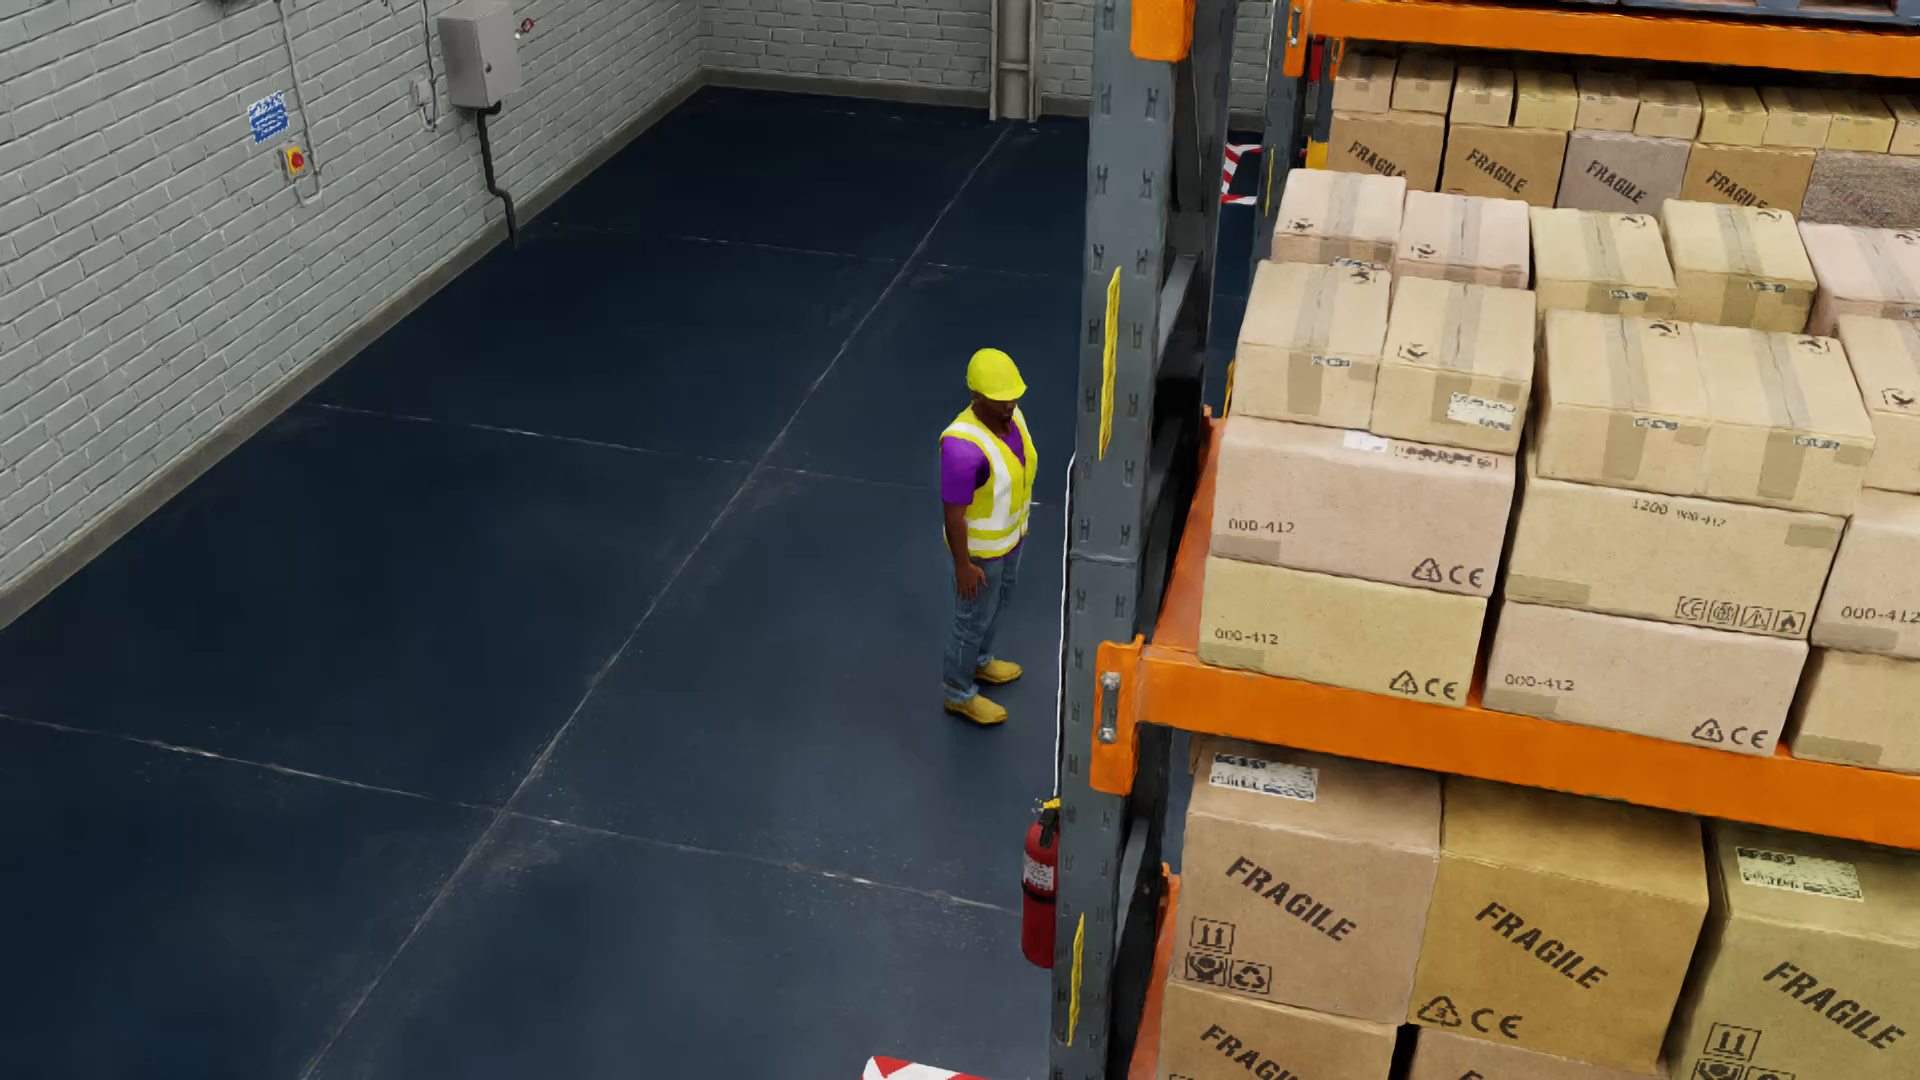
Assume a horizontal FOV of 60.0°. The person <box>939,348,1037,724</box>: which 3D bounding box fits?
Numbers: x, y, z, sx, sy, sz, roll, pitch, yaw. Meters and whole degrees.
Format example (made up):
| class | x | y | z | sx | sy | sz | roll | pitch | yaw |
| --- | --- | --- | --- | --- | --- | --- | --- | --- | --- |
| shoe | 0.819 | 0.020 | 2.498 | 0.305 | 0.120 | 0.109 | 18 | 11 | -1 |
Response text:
| class | x | y | z | sx | sy | sz | roll | pitch | yaw |
| --- | --- | --- | --- | --- | --- | --- | --- | --- | --- |
| person | 0.103 | -0.022 | 7.123 | 0.392 | 1.762 | 0.609 | 13 | 35 | 19 |
